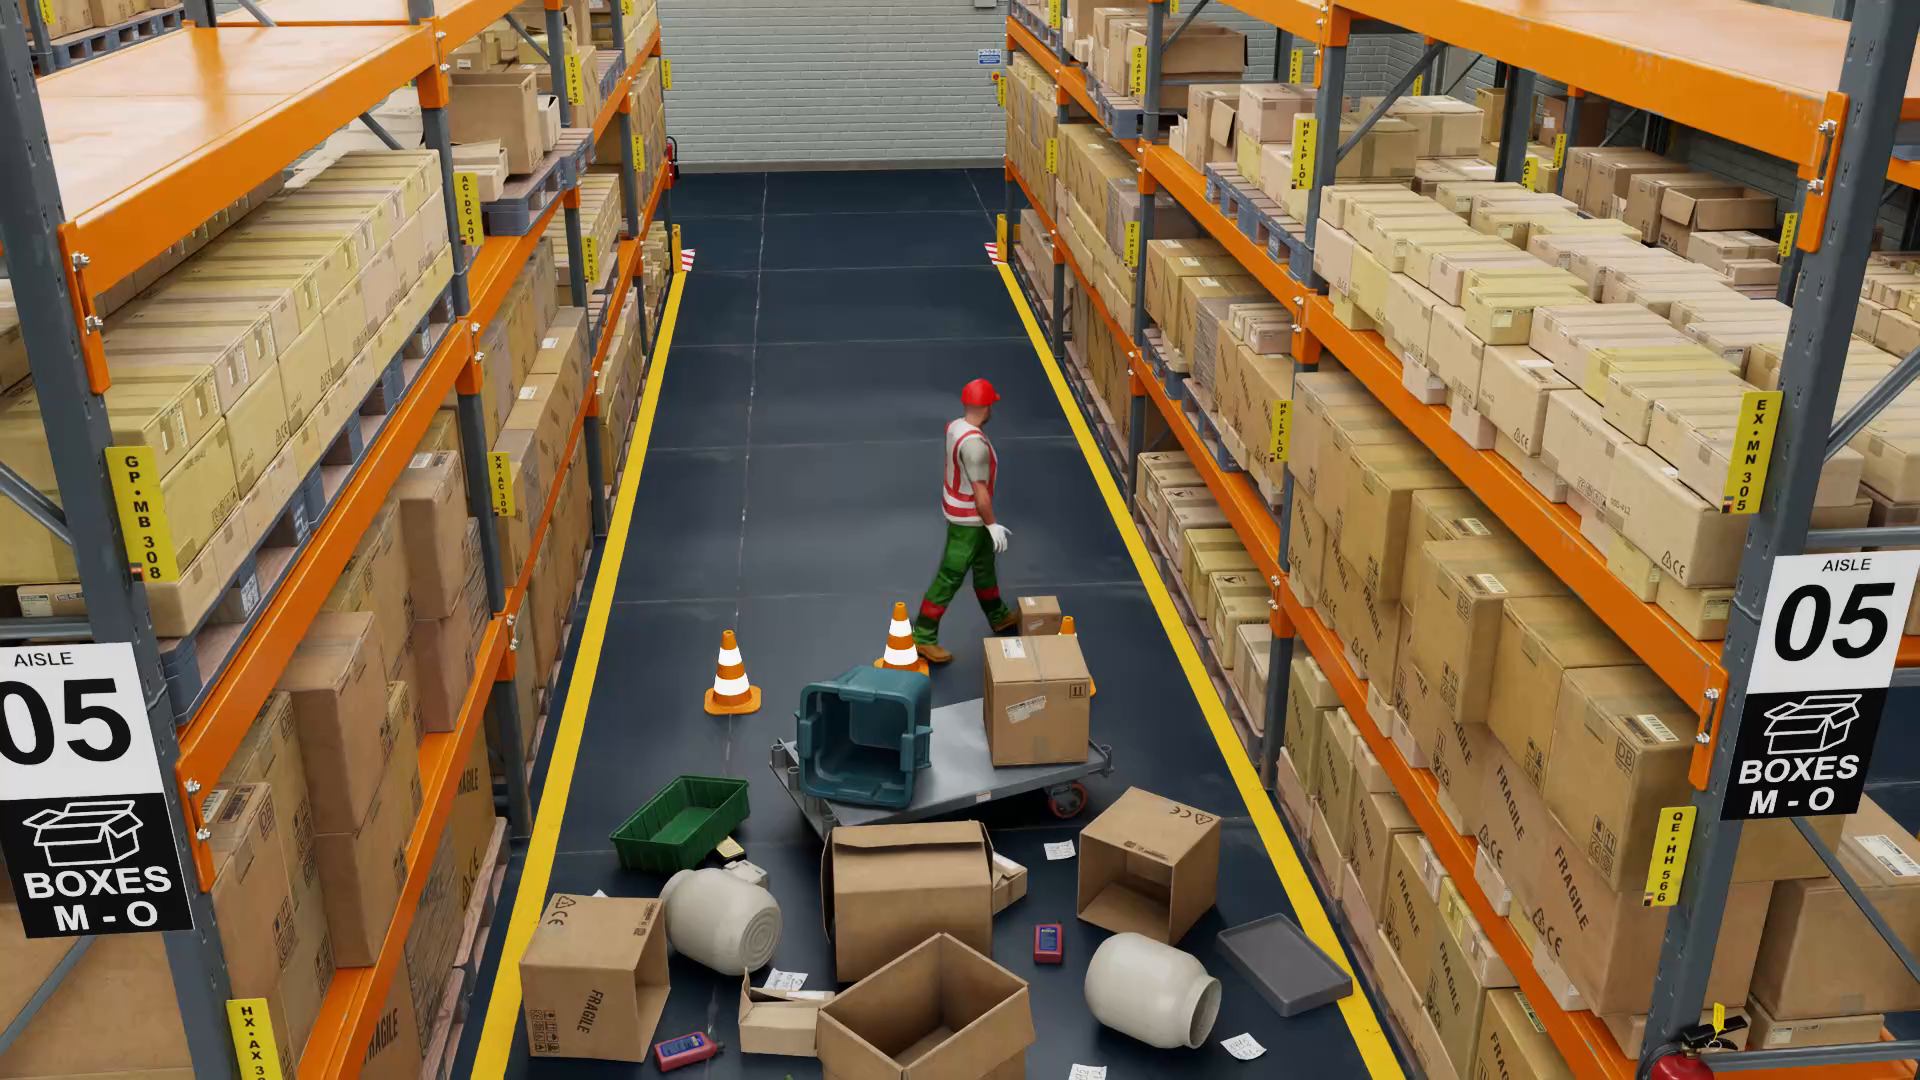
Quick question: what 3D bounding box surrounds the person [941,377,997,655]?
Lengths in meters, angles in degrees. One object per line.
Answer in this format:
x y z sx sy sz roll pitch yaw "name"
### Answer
0.057 -0.163 10.460 0.347 1.778 0.527 -2 24 -4 "person"
